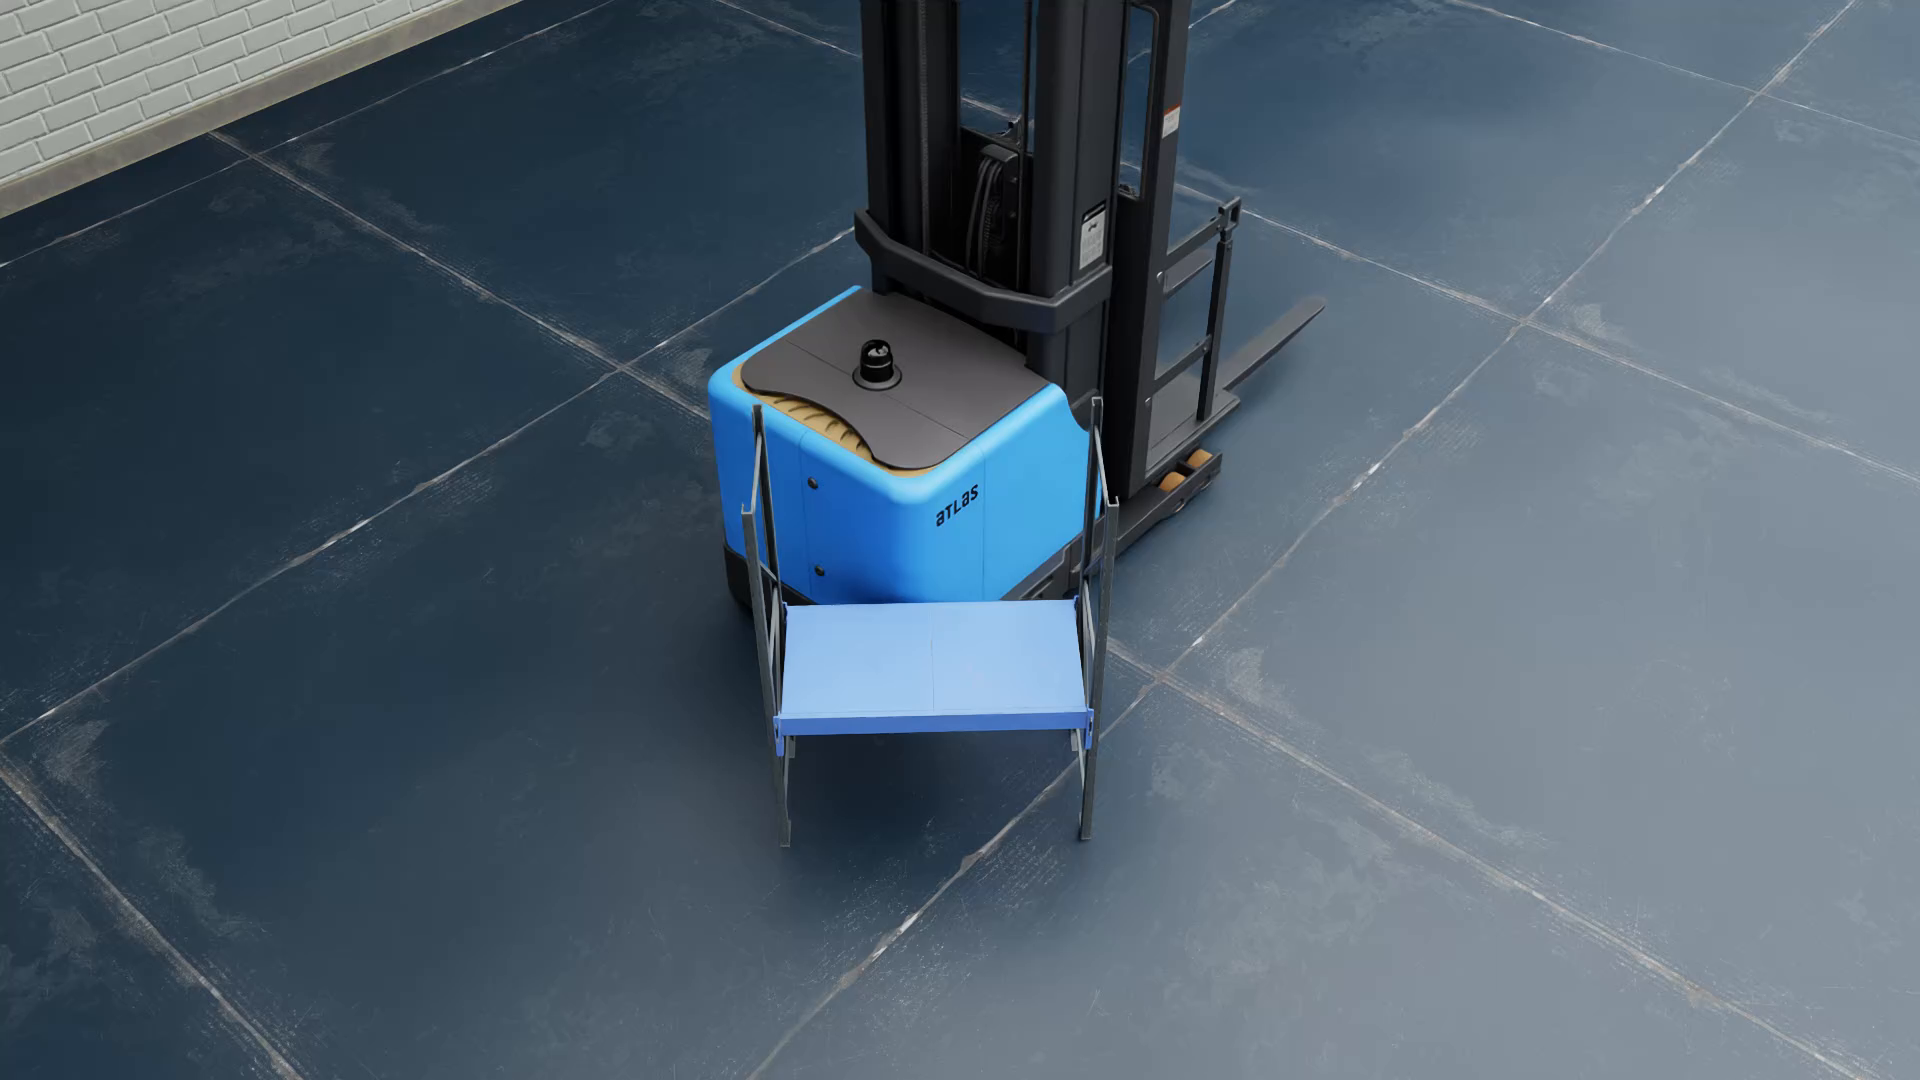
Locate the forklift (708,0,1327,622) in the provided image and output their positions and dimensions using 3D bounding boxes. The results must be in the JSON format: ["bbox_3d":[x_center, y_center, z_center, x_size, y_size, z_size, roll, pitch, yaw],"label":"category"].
[{"bbox_3d":[0.444,-1.398,6.109,1.130,2.935,3.031,30,50,29],"label":"forklift"}]

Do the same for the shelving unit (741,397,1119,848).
[{"bbox_3d":[-0.089,0.304,5.301,1.048,1.500,0.538,-1,42,-1],"label":"shelving unit"}]

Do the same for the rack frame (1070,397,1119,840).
[{"bbox_3d":[0.419,0.293,5.313,0.032,1.500,0.500,-1,42,-1],"label":"rack frame"}]

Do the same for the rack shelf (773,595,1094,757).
[{"bbox_3d":[-0.089,0.437,5.422,1.000,0.185,0.538,-1,42,-1],"label":"rack shelf"}]

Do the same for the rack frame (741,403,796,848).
[{"bbox_3d":[-0.598,0.314,5.289,0.032,1.500,0.500,-1,42,-1],"label":"rack frame"}]
